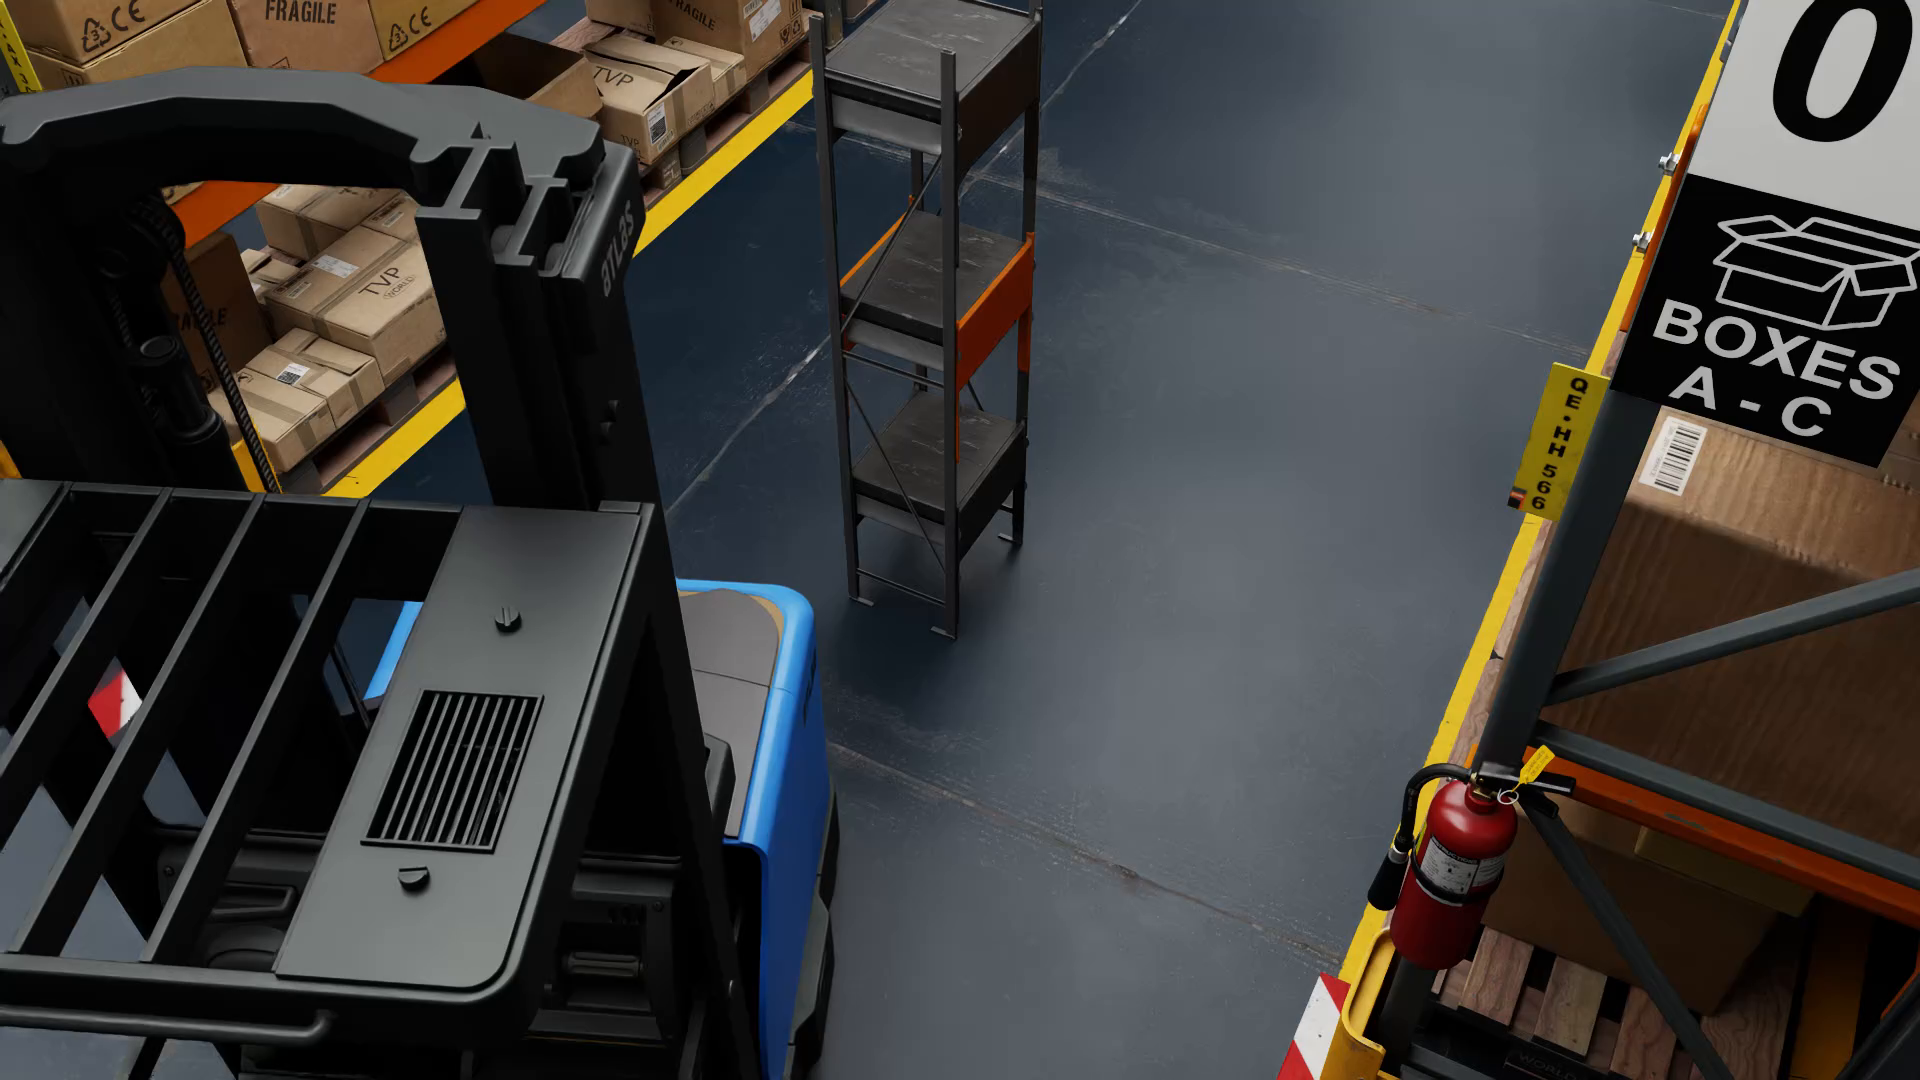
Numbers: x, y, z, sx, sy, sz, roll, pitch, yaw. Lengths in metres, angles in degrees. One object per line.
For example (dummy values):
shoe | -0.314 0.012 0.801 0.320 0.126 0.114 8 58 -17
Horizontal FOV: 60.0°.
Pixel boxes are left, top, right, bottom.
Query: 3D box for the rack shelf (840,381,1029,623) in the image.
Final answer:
rack shelf | -0.077 -0.132 5.408 0.431 0.518 0.480 20 49 19

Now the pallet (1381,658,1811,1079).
pallet | 1.791 0.969 4.644 1.003 0.211 1.213 20 49 19

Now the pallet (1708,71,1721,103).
pallet | 3.637 -1.532 7.116 1.003 0.211 1.213 20 49 19

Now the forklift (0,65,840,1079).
forklift | -0.984 0.857 2.843 1.130 2.935 3.031 3 45 3

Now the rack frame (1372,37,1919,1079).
rack frame | 1.489 0.519 3.129 1.000 3.000 0.127 20 49 19

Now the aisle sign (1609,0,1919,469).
aisle sign | 1.190 -0.449 2.257 0.394 0.787 0.004 20 49 19

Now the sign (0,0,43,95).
sign | -2.420 -1.240 4.258 0.100 0.325 0.005 20 49 19

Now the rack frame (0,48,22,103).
rack frame | -2.901 -1.115 4.743 1.000 3.000 0.127 20 49 19

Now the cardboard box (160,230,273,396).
cardboard box | -2.866 -0.814 5.894 0.500 0.500 0.500 20 49 19

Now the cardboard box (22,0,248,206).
cardboard box | -2.461 -1.342 4.897 0.500 0.500 0.500 21 49 20

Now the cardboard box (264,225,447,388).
cardboard box | -2.165 -0.867 6.121 0.500 0.250 0.500 20 49 19

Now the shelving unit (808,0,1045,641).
shelving unit | -0.077 -0.634 4.900 0.431 2.100 0.503 20 49 19

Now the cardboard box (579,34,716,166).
cardboard box | -1.405 -1.919 7.119 0.500 0.311 0.500 20 49 19

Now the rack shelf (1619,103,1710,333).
rack shelf | 2.417 -1.543 3.563 1.077 0.370 4.000 20 49 19

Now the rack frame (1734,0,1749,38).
rack frame | 1.489 -1.590 0.995 1.000 3.000 0.127 20 49 19

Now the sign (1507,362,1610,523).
sign | 1.015 -0.160 2.818 0.100 0.325 0.005 20 49 19

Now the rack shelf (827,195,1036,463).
rack shelf | -0.077 -0.624 4.910 0.431 0.518 0.480 20 49 19

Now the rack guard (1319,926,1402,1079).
rack guard | 1.478 1.412 4.003 1.175 0.500 0.348 20 49 19

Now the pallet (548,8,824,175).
pallet | -1.363 -2.222 7.798 1.003 0.211 1.213 20 49 19

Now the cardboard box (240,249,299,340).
cardboard box | -2.599 -0.923 6.236 0.380 0.166 0.250 20 49 19

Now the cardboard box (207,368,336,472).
cardboard box | -2.402 -0.417 5.749 0.380 0.149 0.250 20 49 19

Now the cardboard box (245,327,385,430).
cardboard box | -2.286 -0.581 5.898 0.380 0.166 0.250 20 49 19

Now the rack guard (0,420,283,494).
rack guard | -2.865 -0.284 5.679 1.175 0.500 0.348 20 49 19

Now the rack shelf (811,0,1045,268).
rack shelf | -0.077 -1.116 4.412 0.431 0.518 0.480 20 49 19

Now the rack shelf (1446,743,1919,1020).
rack shelf | 2.417 -0.489 4.630 1.077 0.370 4.000 20 49 19

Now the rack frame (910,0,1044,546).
rack frame | 0.036 -0.788 5.052 0.400 2.100 0.015 20 49 19

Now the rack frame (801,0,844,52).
rack frame | -1.044 -3.635 7.233 1.000 3.000 0.127 20 49 19

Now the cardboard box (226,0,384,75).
cardboard box | -2.226 -1.669 5.220 0.500 0.500 0.500 20 49 19

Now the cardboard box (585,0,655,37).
cardboard box | -1.430 -2.651 7.842 0.500 0.311 0.500 20 49 19

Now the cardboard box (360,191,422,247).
cardboard box | -1.933 -1.182 6.433 0.500 0.250 0.500 20 49 19

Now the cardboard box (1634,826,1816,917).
cardboard box | 1.844 0.692 3.963 0.380 0.149 0.250 21 49 19

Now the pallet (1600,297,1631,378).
pallet | 2.923 -0.568 6.163 1.003 0.211 1.213 20 49 19

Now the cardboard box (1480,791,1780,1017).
cardboard box | 1.725 0.776 4.337 0.700 0.500 0.500 20 49 19

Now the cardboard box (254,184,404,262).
cardboard box | -2.399 -1.315 6.565 0.500 0.250 0.500 20 49 19

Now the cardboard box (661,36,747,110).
cardboard box | -1.178 -2.078 7.390 0.380 0.149 0.250 20 49 19

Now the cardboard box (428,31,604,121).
cardboard box | -1.911 -1.726 6.793 0.797 0.503 0.637 20 49 19

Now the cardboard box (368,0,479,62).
cardboard box | -1.991 -1.984 5.532 0.500 0.500 0.500 20 49 19

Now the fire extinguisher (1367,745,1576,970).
fire extinguisher | 1.010 0.619 3.345 0.296 0.674 0.183 20 49 19

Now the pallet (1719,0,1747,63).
pallet | 1.824 -0.976 2.558 1.003 0.211 1.213 20 49 19

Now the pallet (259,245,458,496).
pallet | -2.496 -0.685 6.279 1.003 0.211 1.213 20 49 19

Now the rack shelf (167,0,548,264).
rack shelf | -1.972 -2.122 6.244 1.077 0.370 4.000 20 49 19

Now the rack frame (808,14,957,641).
rack frame | -0.190 -0.480 4.748 0.400 2.100 0.015 20 49 19

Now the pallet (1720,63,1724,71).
pallet | 4.202 -2.304 7.878 1.003 0.211 1.213 20 49 19

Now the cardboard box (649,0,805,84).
cardboard box | -1.057 -2.458 7.518 0.500 0.500 0.500 20 49 19

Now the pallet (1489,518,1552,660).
pallet | 2.358 0.204 5.400 1.003 0.211 1.213 20 49 19

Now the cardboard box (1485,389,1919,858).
cardboard box | 1.717 0.089 3.343 0.980 0.700 0.700 23 50 21

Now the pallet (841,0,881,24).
pallet | -0.700 -3.179 8.744 1.003 0.211 1.213 20 49 19

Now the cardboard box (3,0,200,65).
cardboard box | -2.461 -1.694 4.542 0.500 0.500 0.500 22 49 20

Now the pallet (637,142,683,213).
pallet | -1.929 -1.450 7.035 1.003 0.211 1.213 20 49 19
